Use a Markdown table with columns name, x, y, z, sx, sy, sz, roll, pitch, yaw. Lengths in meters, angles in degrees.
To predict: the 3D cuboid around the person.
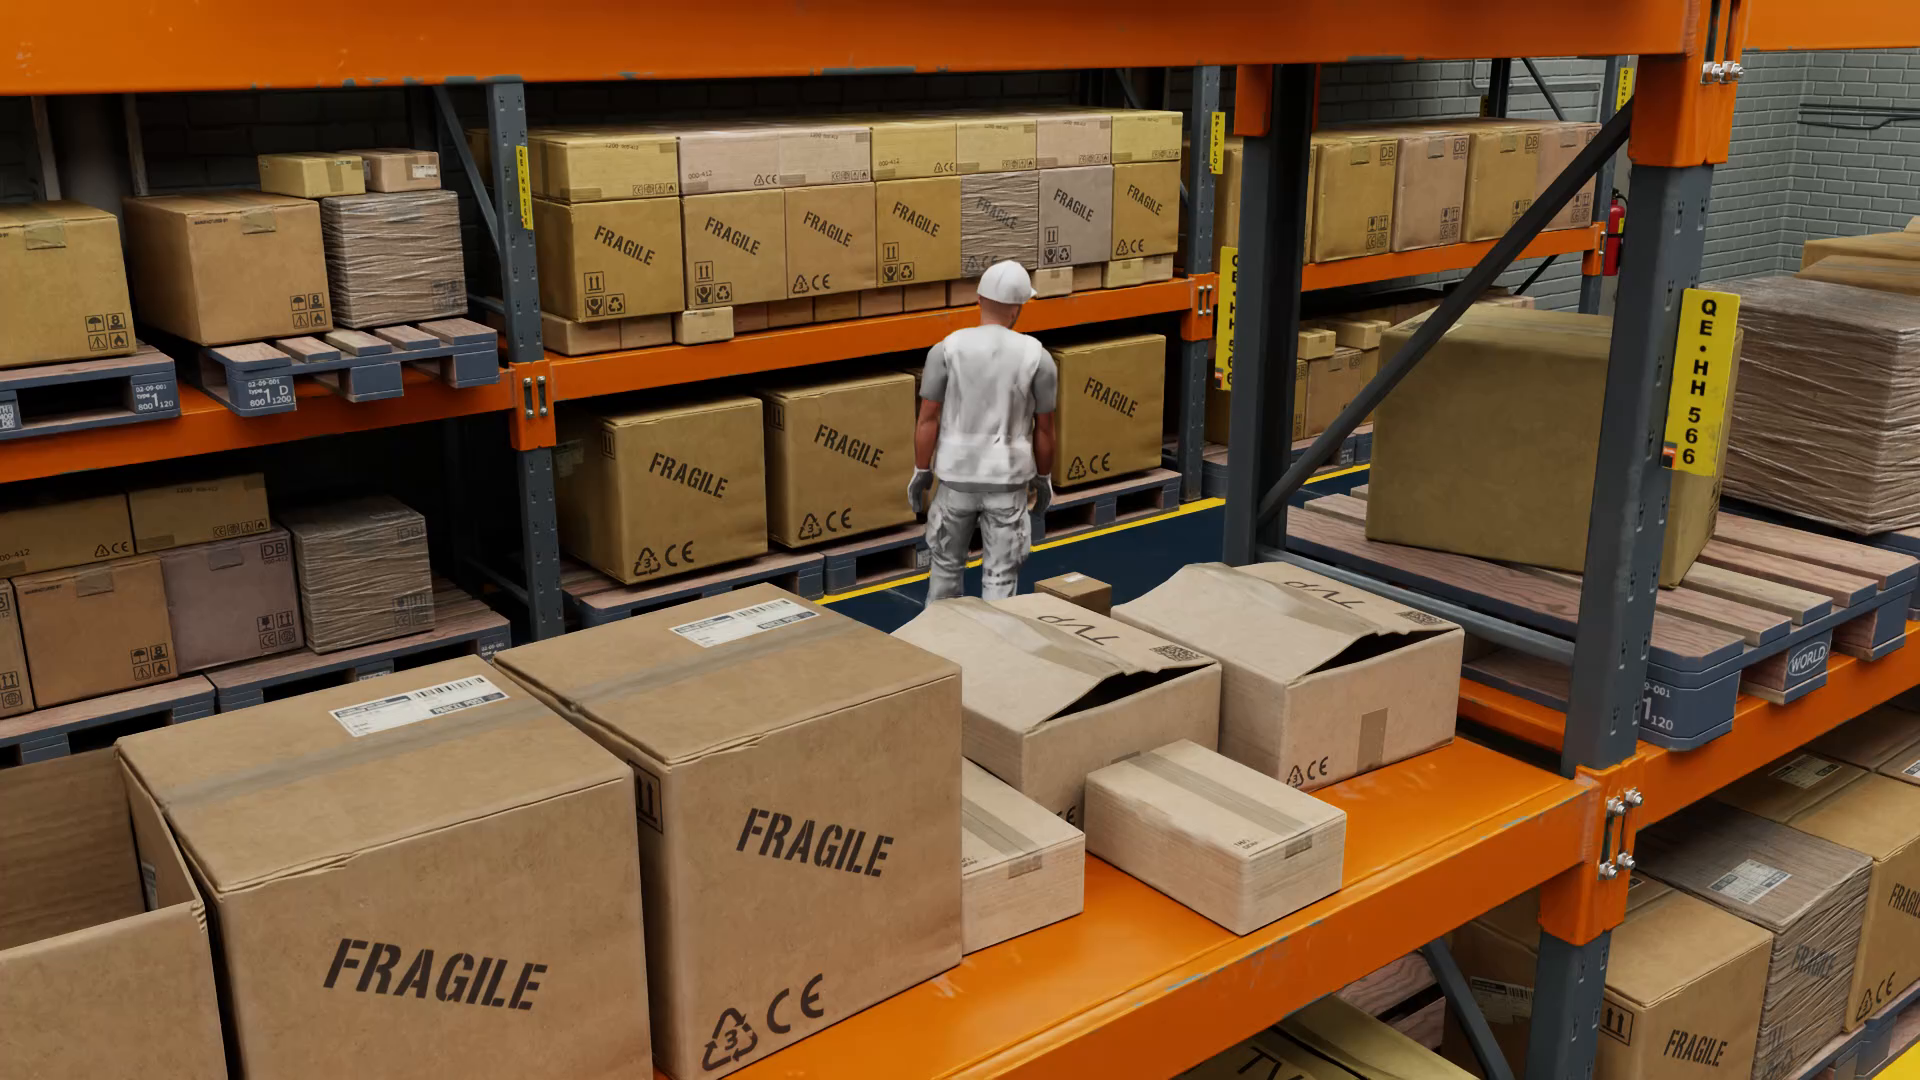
| name | x | y | z | sx | sy | sz | roll | pitch | yaw |
| --- | --- | --- | --- | --- | --- | --- | --- | --- | --- |
| person | 0.097 | -0.258 | 6.779 | 0.599 | 1.773 | 0.677 | 2 | 18 | 6 |
